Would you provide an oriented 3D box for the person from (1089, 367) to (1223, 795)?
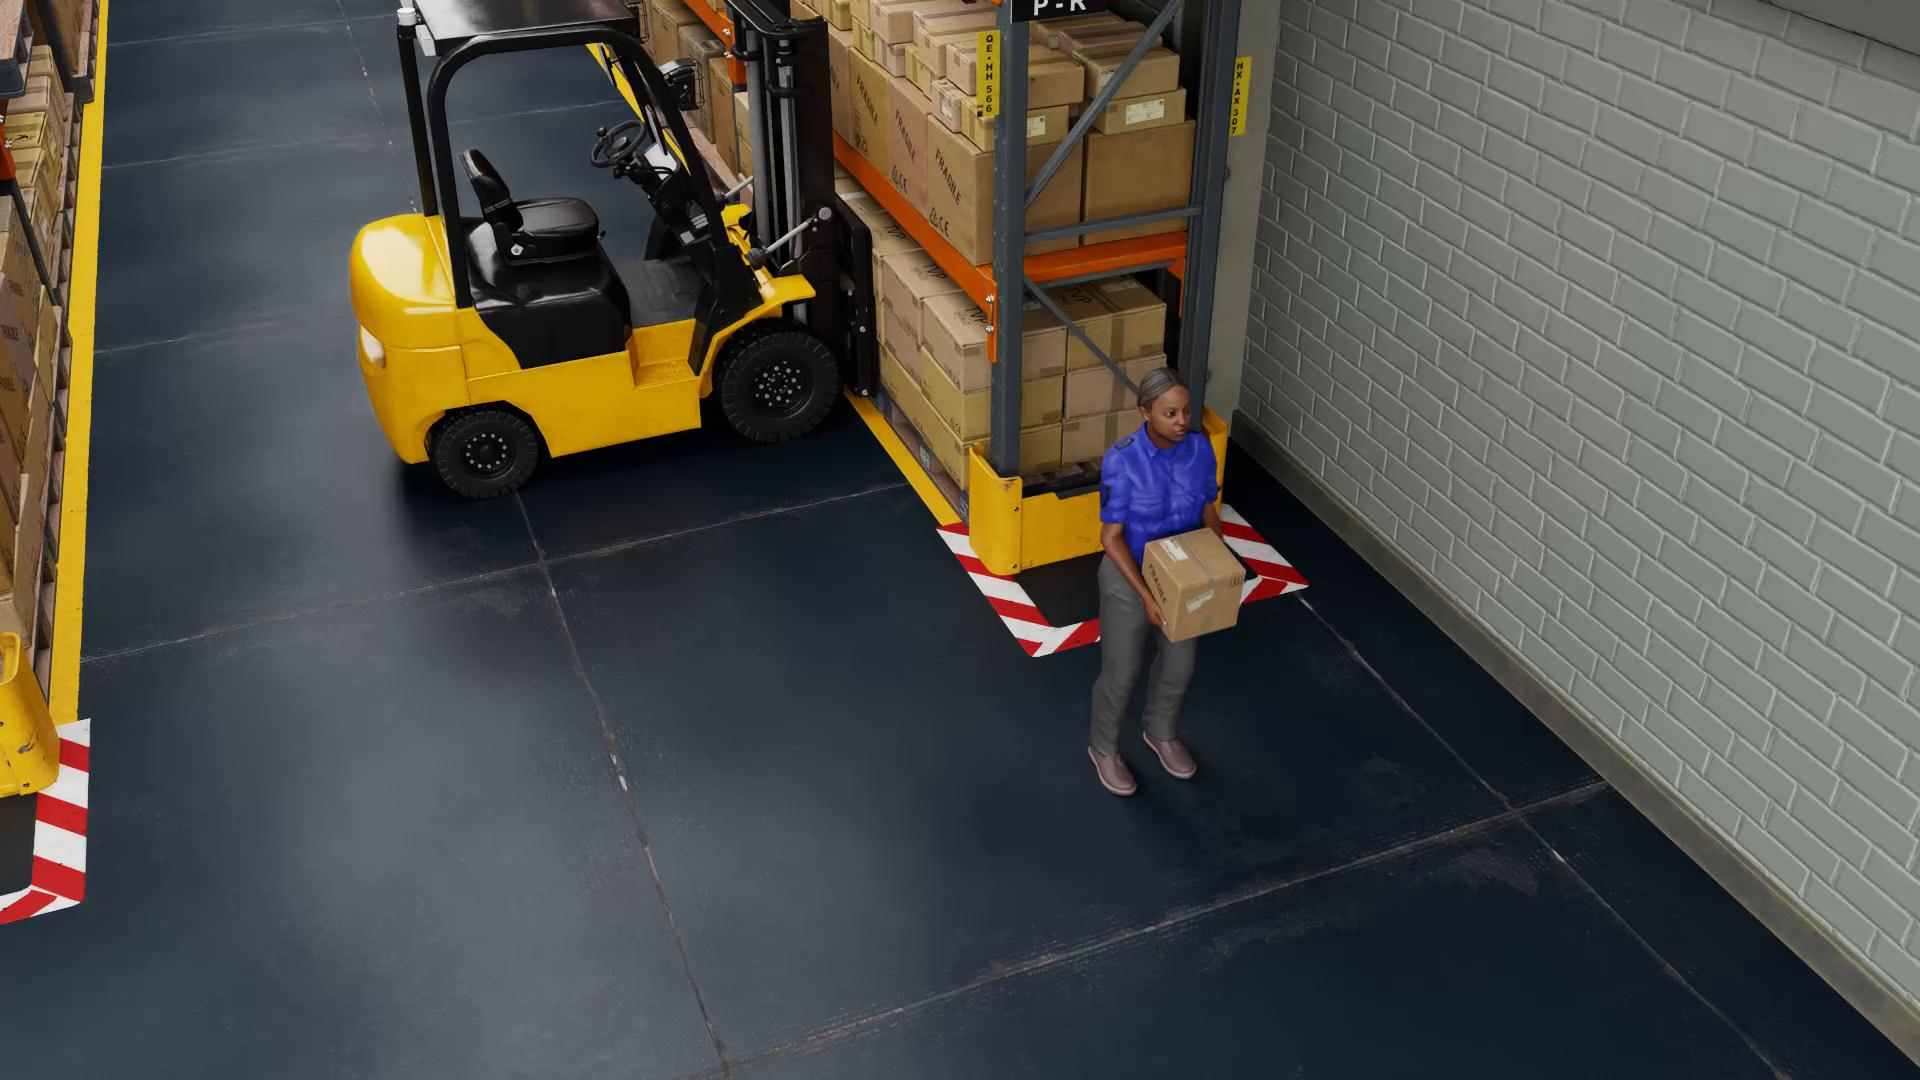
[{"bbox_3d":[0.719,0.194,5.855,0.460,1.653,0.500,-13,36,-19],"label":"person"}]
